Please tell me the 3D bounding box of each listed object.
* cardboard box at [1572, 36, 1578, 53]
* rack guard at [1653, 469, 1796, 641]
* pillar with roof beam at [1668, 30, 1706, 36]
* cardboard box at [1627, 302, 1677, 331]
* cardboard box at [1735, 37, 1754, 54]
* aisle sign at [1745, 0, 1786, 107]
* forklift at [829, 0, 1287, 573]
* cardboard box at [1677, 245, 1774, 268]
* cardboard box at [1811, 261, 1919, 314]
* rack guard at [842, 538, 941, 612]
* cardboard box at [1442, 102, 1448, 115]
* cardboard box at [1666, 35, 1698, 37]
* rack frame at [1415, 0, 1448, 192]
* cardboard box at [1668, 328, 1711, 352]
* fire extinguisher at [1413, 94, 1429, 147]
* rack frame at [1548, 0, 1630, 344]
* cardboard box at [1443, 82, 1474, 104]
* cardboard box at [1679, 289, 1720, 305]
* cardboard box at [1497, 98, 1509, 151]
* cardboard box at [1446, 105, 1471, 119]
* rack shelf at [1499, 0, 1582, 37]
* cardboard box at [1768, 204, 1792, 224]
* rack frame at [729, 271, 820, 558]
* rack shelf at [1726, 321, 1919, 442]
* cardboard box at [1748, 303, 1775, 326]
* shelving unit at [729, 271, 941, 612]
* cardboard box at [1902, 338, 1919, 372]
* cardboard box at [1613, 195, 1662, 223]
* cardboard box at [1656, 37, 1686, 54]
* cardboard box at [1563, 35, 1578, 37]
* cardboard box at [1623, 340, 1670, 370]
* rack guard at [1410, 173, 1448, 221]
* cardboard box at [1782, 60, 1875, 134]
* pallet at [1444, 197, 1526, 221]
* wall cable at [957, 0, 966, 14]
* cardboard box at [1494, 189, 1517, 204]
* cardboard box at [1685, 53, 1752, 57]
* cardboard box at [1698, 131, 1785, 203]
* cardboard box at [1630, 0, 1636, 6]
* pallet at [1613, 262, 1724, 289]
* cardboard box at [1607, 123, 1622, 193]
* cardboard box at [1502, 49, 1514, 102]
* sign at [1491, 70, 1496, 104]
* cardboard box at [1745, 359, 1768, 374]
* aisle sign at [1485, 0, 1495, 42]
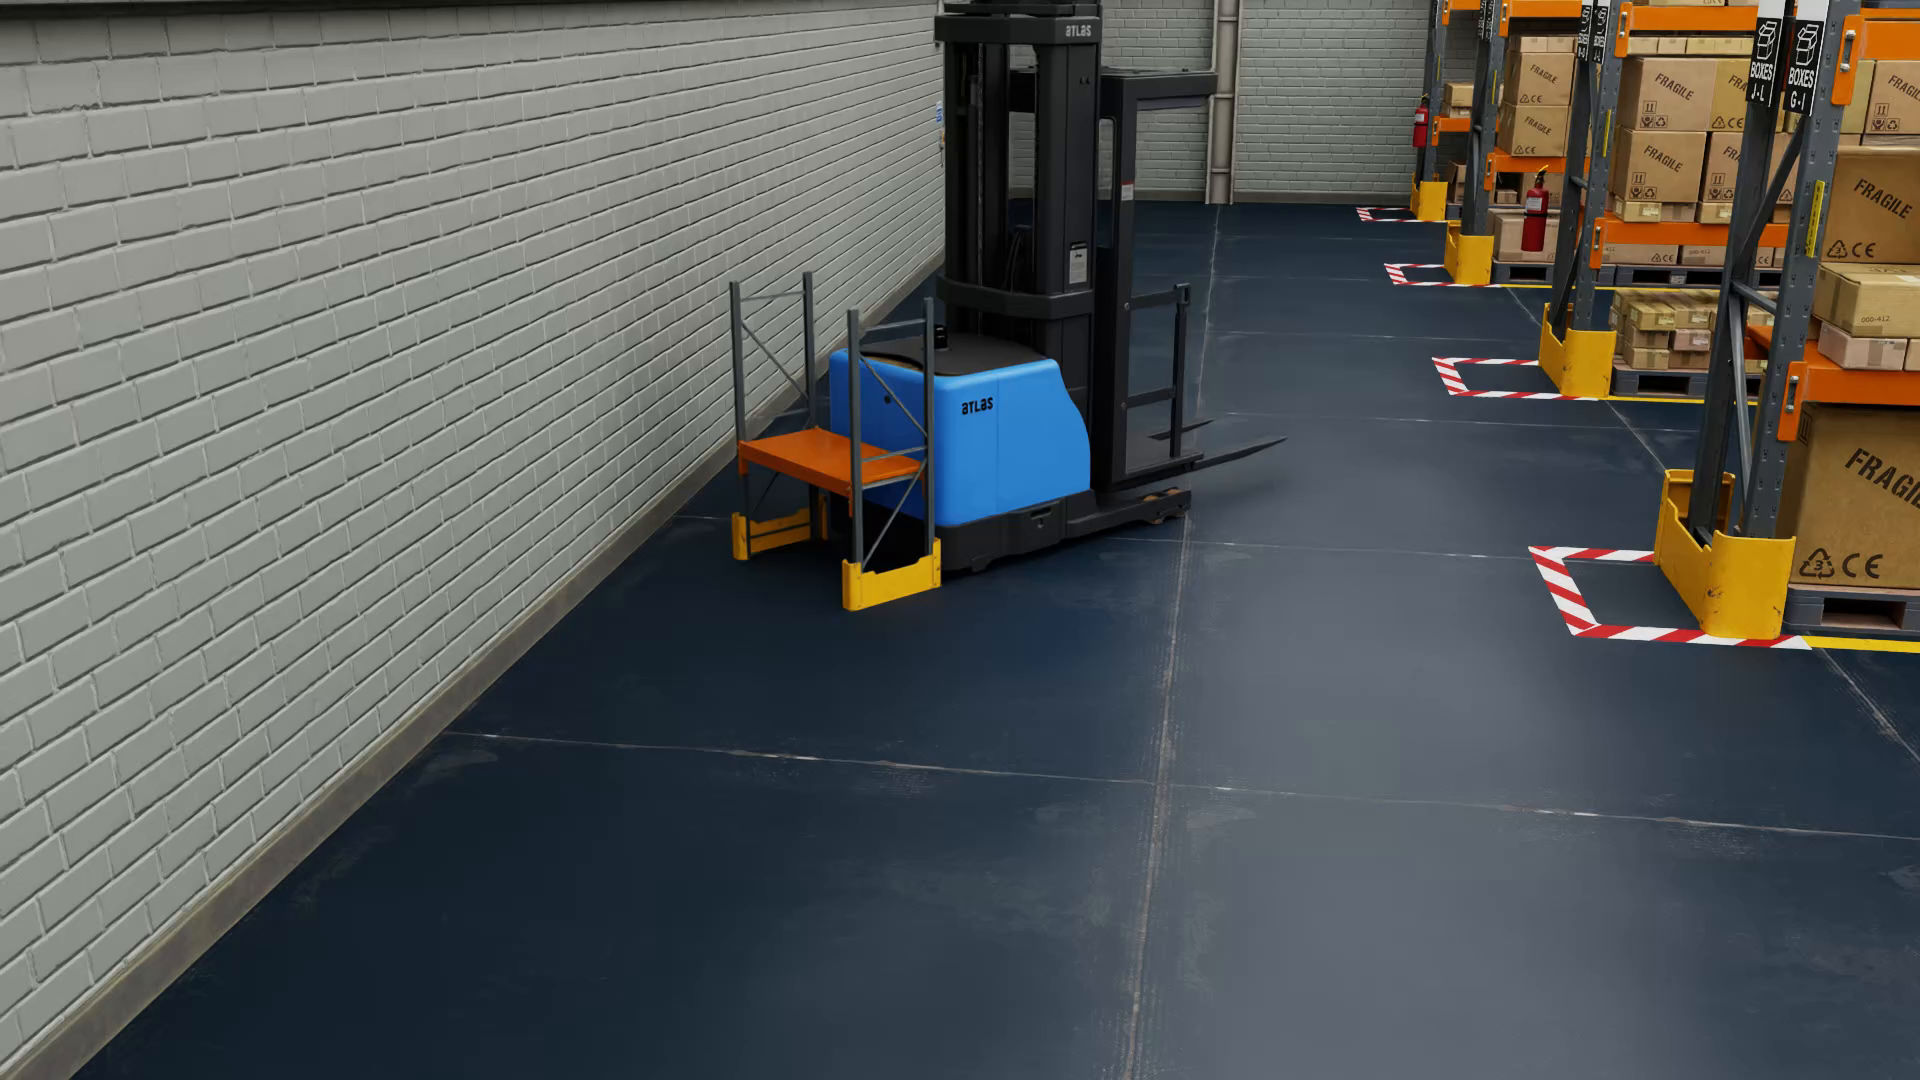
[{"bbox_3d":[6.230,-4.923,16.534,0.250,0.149,0.380,4,19,10],"label":"cardboard box"},{"bbox_3d":[3.819,0.050,8.365,0.348,0.500,1.175,3,19,9],"label":"rack guard"},{"bbox_3d":[8.921,-7.406,17.256,0.400,9.000,9.100,3,19,9],"label":"pillar with roof beam"},{"bbox_3d":[5.193,-1.679,12.488,0.250,0.149,0.380,2,19,6],"label":"cardboard box"},{"bbox_3d":[7.758,-4.866,16.364,0.250,0.149,0.380,3,19,7],"label":"cardboard box"},{"bbox_3d":[3.820,-2.464,7.844,0.004,0.787,0.394,3,19,9],"label":"aisle sign"},{"bbox_3d":[0.716,-1.590,9.435,3.031,2.935,1.130,-16,24,-39],"label":"forklift"},{"bbox_3d":[7.878,-3.131,17.311,0.875,0.438,0.875,2,19,7],"label":"cardboard box"},{"bbox_3d":[4.364,-1.263,8.117,0.500,0.250,0.500,3,19,8],"label":"cardboard box"},{"bbox_3d":[-0.342,0.169,8.403,0.587,0.250,0.087,-15,24,-38],"label":"rack guard"},{"bbox_3d":[6.568,-5.742,22.133,0.250,0.149,0.380,3,19,8],"label":"cardboard box"},{"bbox_3d":[7.326,-5.046,16.902,0.250,0.149,0.380,4,19,10],"label":"cardboard box"},{"bbox_3d":[6.199,-5.794,21.892,0.127,3.000,1.000,3,19,9],"label":"rack frame"},{"bbox_3d":[5.468,-1.533,12.519,0.250,0.149,0.380,3,19,8],"label":"cardboard box"},{"bbox_3d":[5.980,-5.443,21.552,0.183,0.674,0.296,3,19,9],"label":"fire extinguisher"},{"bbox_3d":[4.730,-2.683,12.593,0.127,3.000,1.000,3,19,9],"label":"rack frame"},{"bbox_3d":[6.695,-5.924,22.047,0.500,0.250,0.500,3,19,10],"label":"cardboard box"},{"bbox_3d":[5.807,-1.861,13.031,0.250,0.149,0.380,3,19,7],"label":"cardboard box"},{"bbox_3d":[5.933,-4.345,17.403,0.500,0.500,0.500,3,19,9],"label":"cardboard box"},{"bbox_3d":[6.480,-5.572,21.625,0.250,0.149,0.380,3,19,8],"label":"cardboard box"},{"bbox_3d":[7.390,-5.219,16.581,4.000,0.370,1.077,3,19,9],"label":"rack shelf"},{"bbox_3d":[6.054,-2.423,12.213,0.250,0.149,0.380,3,19,8],"label":"cardboard box"},{"bbox_3d":[-0.986,-0.665,8.927,0.500,1.500,0.032,-15,24,-38],"label":"rack frame"},{"bbox_3d":[5.818,-0.692,7.778,4.000,0.370,1.077,3,19,9],"label":"rack shelf"},{"bbox_3d":[5.971,-1.664,12.441,0.250,0.149,0.380,2,19,6],"label":"cardboard box"},{"bbox_3d":[-0.663,-0.544,8.565,0.587,1.500,1.083,-15,24,-38],"label":"shelving unit"},{"bbox_3d":[4.395,-0.881,7.605,0.250,0.149,0.380,3,19,8],"label":"cardboard box"},{"bbox_3d":[4.998,-2.445,12.278,0.250,0.149,0.380,3,19,8],"label":"cardboard box"},{"bbox_3d":[7.000,-4.893,16.444,0.250,0.149,0.380,3,19,9],"label":"cardboard box"},{"bbox_3d":[6.324,-5.121,17.124,0.250,0.149,0.380,3,19,8],"label":"cardboard box"},{"bbox_3d":[5.196,-1.403,12.601,0.250,0.149,0.380,3,19,10],"label":"cardboard box"},{"bbox_3d":[6.274,-4.605,22.277,0.348,0.500,1.175,3,19,9],"label":"rack guard"},{"bbox_3d":[6.140,-3.183,11.887,0.500,0.500,0.500,2,19,7],"label":"cardboard box"},{"bbox_3d":[7.061,-4.428,22.204,1.213,0.211,1.003,3,19,9],"label":"pallet"},{"bbox_3d":[0.058,-5.442,19.238,0.122,1.984,0.588,3,19,9],"label":"wall cable"},{"bbox_3d":[7.201,-4.547,21.996,0.250,0.149,0.380,2,19,6],"label":"cardboard box"},{"bbox_3d":[5.721,-3.375,12.460,0.500,0.500,0.500,2,19,7],"label":"cardboard box"},{"bbox_3d":[5.662,-2.743,12.147,0.500,0.500,0.500,3,19,9],"label":"cardboard box"},{"bbox_3d":[5.221,-4.094,12.321,0.500,0.250,0.500,3,19,7],"label":"cardboard box"},{"bbox_3d":[7.418,-2.838,17.453,1.213,0.211,1.003,3,19,9],"label":"pallet"},{"bbox_3d":[5.214,-2.929,12.704,0.500,0.500,0.500,3,19,10],"label":"cardboard box"},{"bbox_3d":[5.929,-4.810,17.219,0.500,0.500,0.500,4,19,10],"label":"cardboard box"},{"bbox_3d":[5.321,-4.513,16.575,0.005,0.325,0.100,3,19,9],"label":"sign"},{"bbox_3d":[5.949,-1.358,12.466,0.250,0.149,0.380,3,19,9],"label":"cardboard box"},{"bbox_3d":[5.298,-5.384,16.570,0.004,0.787,0.394,3,19,9],"label":"aisle sign"}]
